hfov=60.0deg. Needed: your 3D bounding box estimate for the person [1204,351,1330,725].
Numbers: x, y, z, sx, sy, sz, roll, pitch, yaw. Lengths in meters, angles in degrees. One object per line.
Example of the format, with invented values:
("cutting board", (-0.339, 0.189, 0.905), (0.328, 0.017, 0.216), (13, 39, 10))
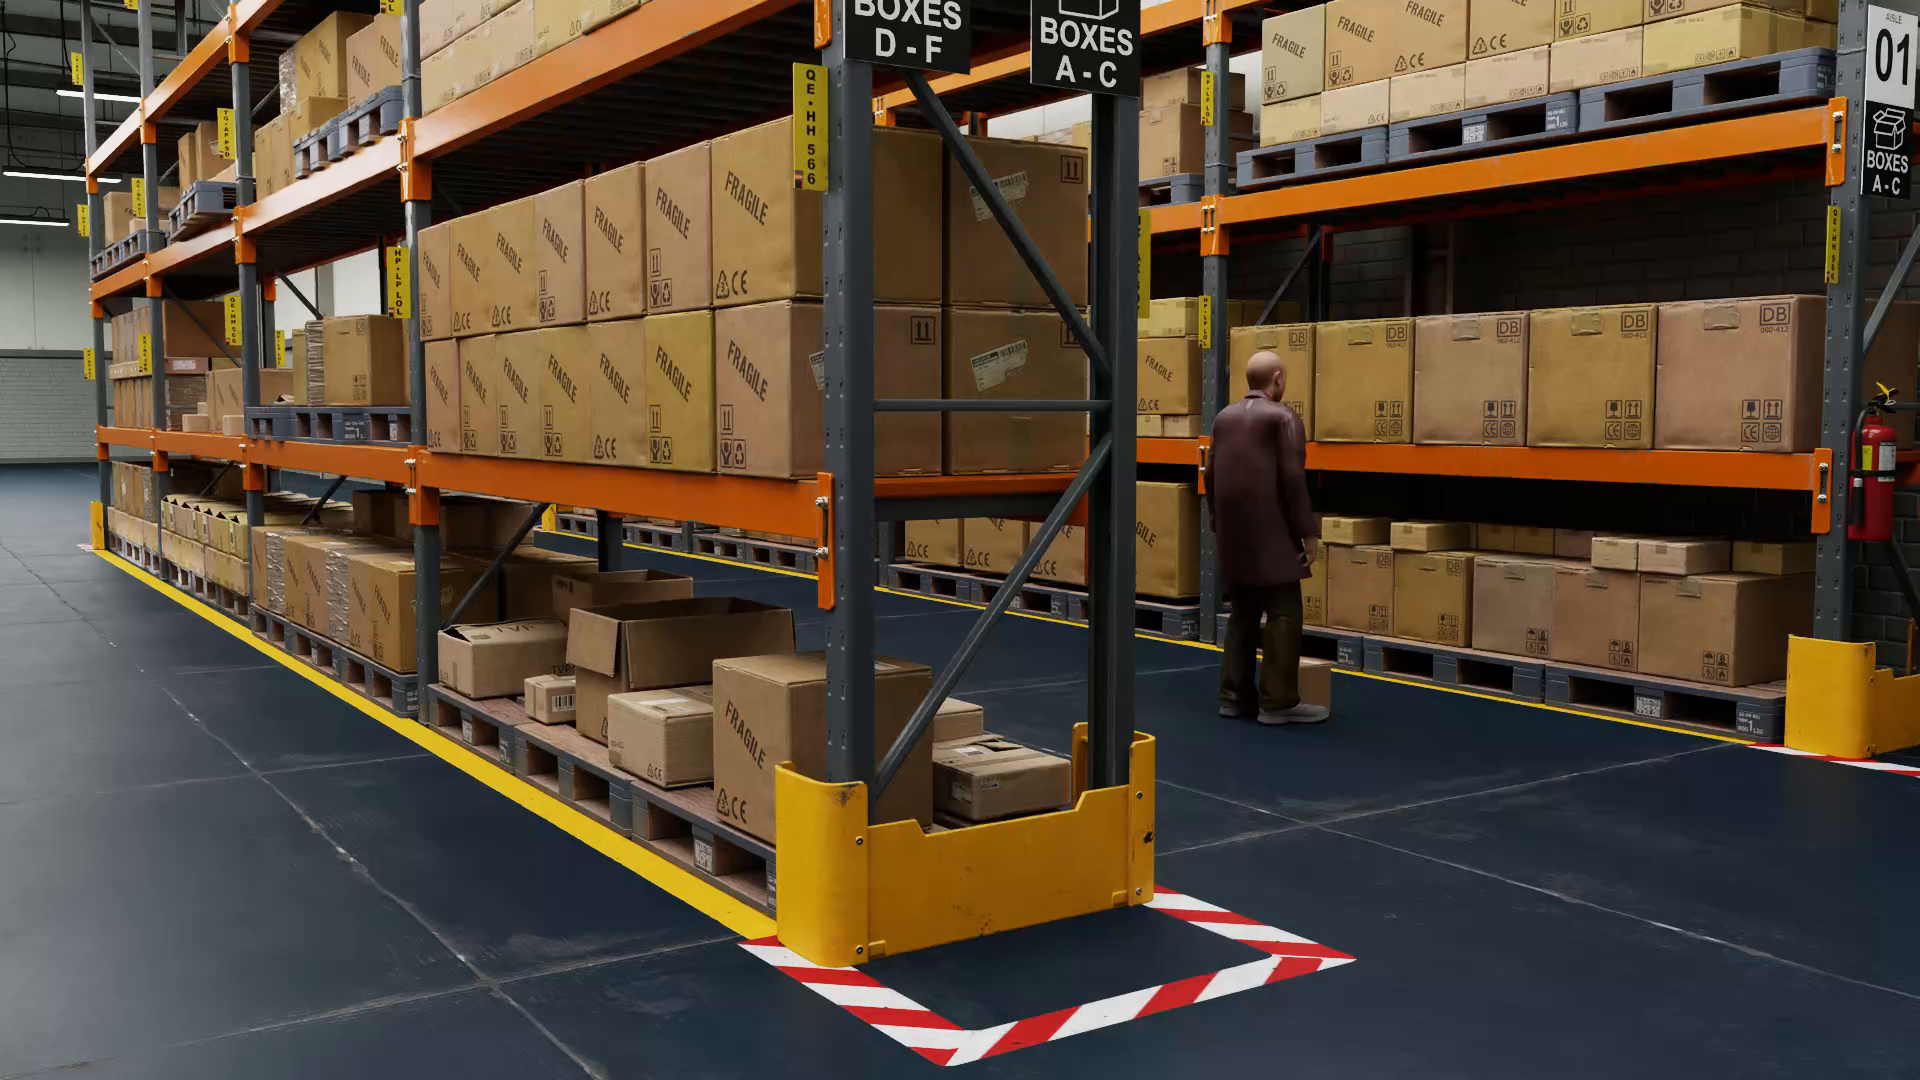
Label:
("person", (1.452, -0.023, 8.045), (0.419, 1.774, 0.655), (-3, 6, -36))
